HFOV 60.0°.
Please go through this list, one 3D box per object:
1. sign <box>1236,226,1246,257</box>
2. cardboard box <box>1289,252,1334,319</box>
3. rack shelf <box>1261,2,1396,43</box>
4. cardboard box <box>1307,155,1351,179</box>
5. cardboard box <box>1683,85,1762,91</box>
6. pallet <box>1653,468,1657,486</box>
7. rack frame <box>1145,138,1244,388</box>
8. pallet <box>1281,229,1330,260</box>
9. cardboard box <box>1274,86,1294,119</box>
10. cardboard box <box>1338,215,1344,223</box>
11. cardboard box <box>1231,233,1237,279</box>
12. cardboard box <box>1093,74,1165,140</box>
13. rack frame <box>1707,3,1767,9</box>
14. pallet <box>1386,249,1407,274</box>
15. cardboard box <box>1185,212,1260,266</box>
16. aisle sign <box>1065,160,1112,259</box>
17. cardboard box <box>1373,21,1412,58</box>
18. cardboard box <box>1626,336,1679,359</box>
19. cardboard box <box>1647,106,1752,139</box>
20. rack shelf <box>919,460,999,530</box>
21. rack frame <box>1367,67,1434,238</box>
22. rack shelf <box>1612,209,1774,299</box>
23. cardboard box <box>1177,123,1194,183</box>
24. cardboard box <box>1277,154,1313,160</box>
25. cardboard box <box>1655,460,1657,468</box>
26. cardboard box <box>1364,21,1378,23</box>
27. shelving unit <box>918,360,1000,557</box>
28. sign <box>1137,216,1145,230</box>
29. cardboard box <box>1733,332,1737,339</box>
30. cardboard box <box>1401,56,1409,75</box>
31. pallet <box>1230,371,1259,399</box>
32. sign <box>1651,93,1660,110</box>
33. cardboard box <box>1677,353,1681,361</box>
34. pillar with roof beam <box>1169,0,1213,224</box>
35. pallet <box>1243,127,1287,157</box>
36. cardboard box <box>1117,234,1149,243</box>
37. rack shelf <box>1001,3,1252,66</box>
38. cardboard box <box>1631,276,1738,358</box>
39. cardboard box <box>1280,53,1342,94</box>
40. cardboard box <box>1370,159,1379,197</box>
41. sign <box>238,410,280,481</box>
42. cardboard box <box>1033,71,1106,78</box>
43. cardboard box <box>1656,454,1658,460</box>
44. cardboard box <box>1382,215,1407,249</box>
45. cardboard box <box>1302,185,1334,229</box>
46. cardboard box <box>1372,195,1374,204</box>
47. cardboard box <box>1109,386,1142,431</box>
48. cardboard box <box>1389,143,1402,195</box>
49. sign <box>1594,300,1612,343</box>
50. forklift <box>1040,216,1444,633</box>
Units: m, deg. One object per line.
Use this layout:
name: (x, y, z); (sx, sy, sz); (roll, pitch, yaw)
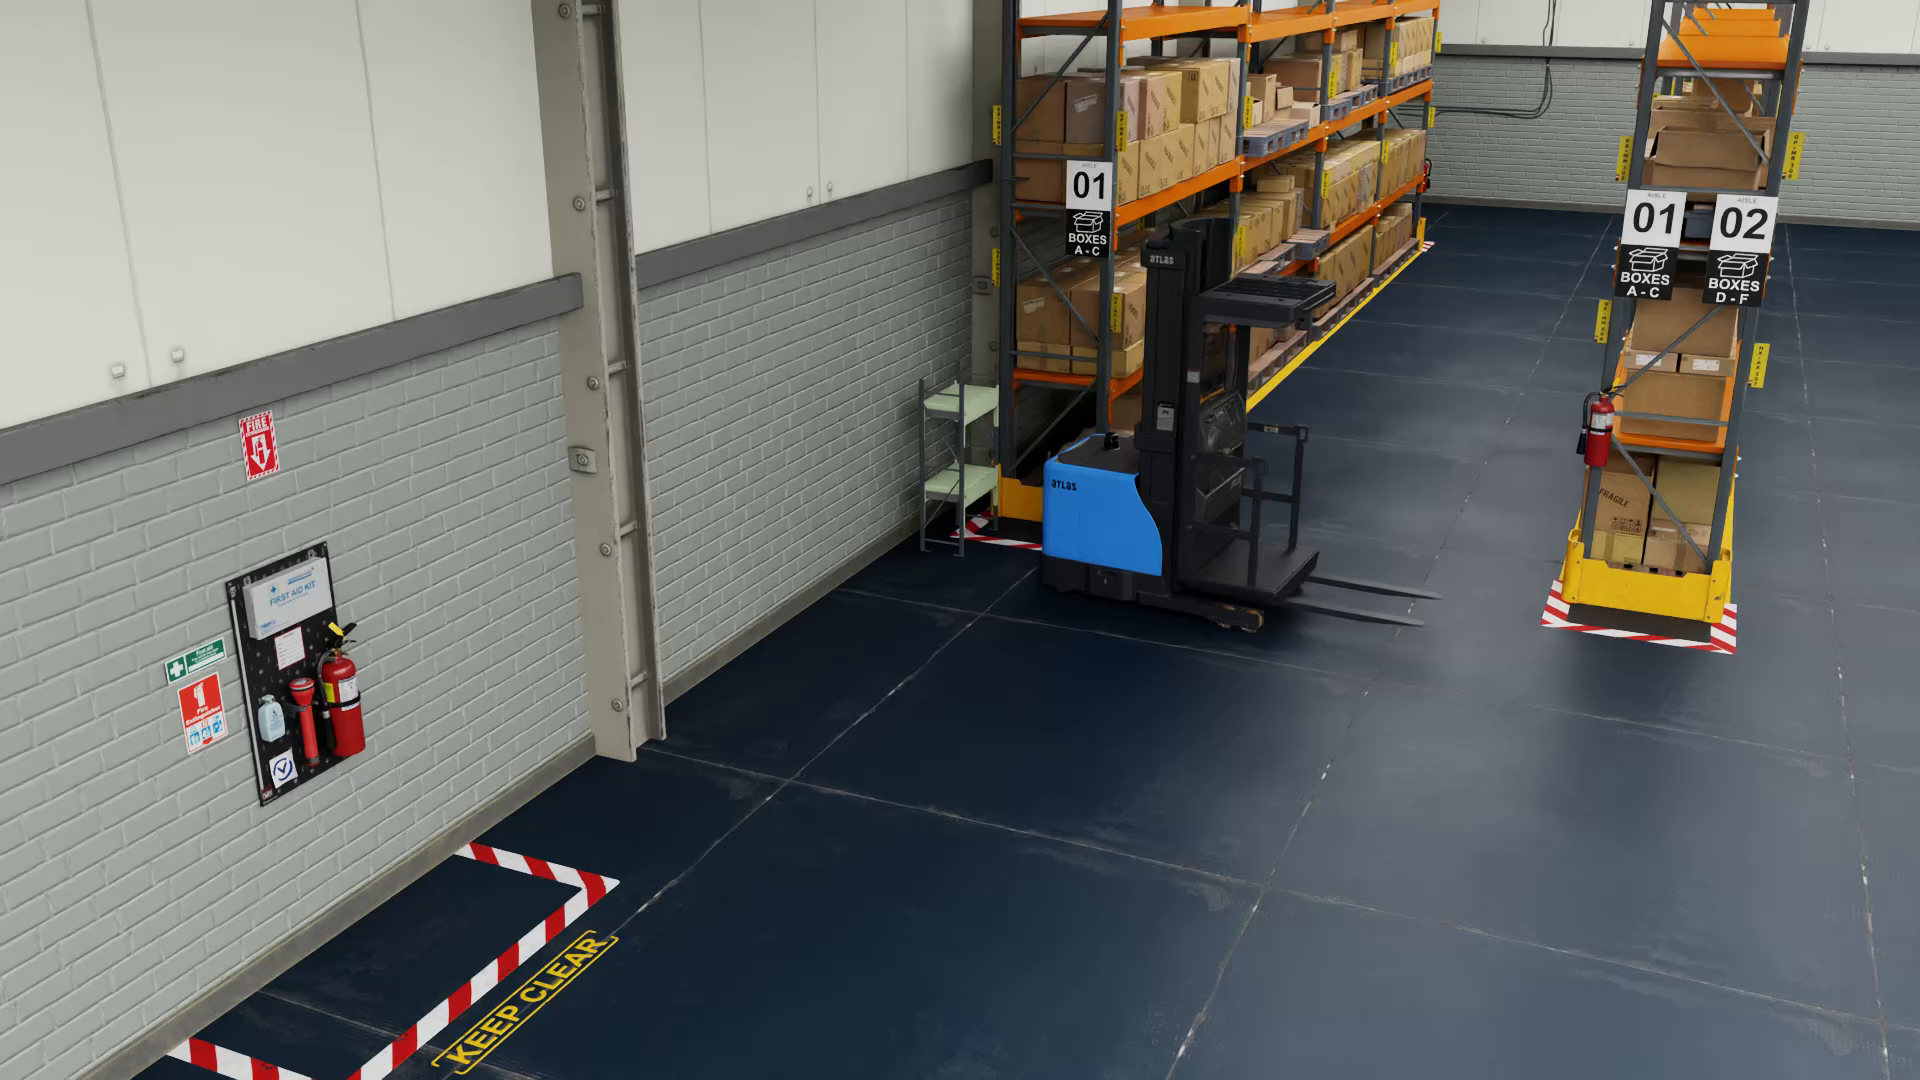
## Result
sign: (2.961, -3.149, 17.555); (0.100, 0.325, 0.005); (9, 21, 23)
cardboard box: (4.522, -3.428, 22.212); (0.750, 0.750, 0.750); (8, 21, 22)
rack shelf: (4.920, -6.946, 22.242); (1.077, 0.370, 4.000); (9, 21, 23)
cardboard box: (4.943, -5.007, 22.329); (0.500, 0.250, 0.500); (9, 21, 23)
cardboard box: (8.979, -5.112, 19.740); (0.910, 0.500, 0.500); (9, 21, 23)
pallet: (6.620, -0.583, 15.794); (1.003, 0.211, 1.213); (9, 21, 23)
rack frame: (2.463, -2.813, 17.902); (1.000, 3.000, 0.127); (9, 21, 23)
pallet: (3.907, -3.713, 20.719); (1.213, 0.211, 1.003); (9, 21, 23)
cardboard box: (3.486, -5.124, 19.739); (0.797, 0.503, 0.637); (12, 23, 30)
cardboard box: (5.066, -4.466, 22.896); (0.380, 0.149, 0.250); (9, 21, 23)
cardboard box: (2.552, -2.918, 17.273); (0.500, 0.500, 0.500); (8, 21, 23)
cardboard box: (1.456, -3.762, 14.423); (0.500, 0.500, 0.500); (8, 21, 22)
rack frame: (11.898, -8.629, 25.304); (1.000, 3.000, 0.127); (9, 21, 23)
pallet: (6.620, -4.541, 26.922); (1.003, 0.211, 1.213); (9, 21, 23)
cardboard box: (2.938, -3.388, 18.714); (0.700, 0.500, 0.500); (11, 22, 28)
aisle sign: (1.069, -2.752, 13.851); (0.394, 0.787, 0.004); (9, 21, 23)
cardboard box: (6.492, -7.537, 25.037); (0.500, 0.500, 0.500); (8, 21, 22)
cardboard box: (5.435, -1.488, 13.058); (0.380, 0.149, 0.250); (9, 22, 24)
cardboard box: (6.195, -3.374, 14.014); (0.797, 0.503, 0.637); (11, 22, 29)
rack shelf: (-0.003, -0.397, 14.321); (0.431, 0.370, 0.720); (9, 21, 23)
rack frame: (7.377, -6.481, 28.217); (1.000, 3.000, 0.127); (9, 21, 23)
rack shelf: (6.165, -2.598, 13.893); (1.077, 0.370, 4.000); (9, 21, 23)
cardboard box: (1.852, -3.613, 15.497); (0.500, 0.500, 0.500); (10, 22, 26)
cardboard box: (4.479, -5.074, 22.518); (0.500, 0.250, 0.500); (8, 21, 21)
cardboard box: (6.099, -0.632, 15.247); (0.500, 0.250, 0.500); (9, 21, 23)
cardboard box: (6.023, -7.603, 25.223); (0.500, 0.500, 0.500); (8, 21, 21)
shelving unit: (-0.003, -0.705, 14.212); (0.431, 1.500, 0.755); (9, 21, 23)
sign: (1.955, -3.434, 17.919); (0.100, 0.325, 0.005); (9, 21, 23)
cardboard box: (6.018, -1.589, 13.343); (0.380, 0.149, 0.250); (8, 21, 22)
cardboard box: (6.484, -7.175, 25.139); (0.500, 0.250, 0.500); (8, 21, 22)
pallet: (2.781, -1.737, 19.039); (1.003, 0.211, 1.213); (9, 21, 23)
sign: (6.485, -4.011, 15.553); (0.100, 0.325, 0.005); (9, 21, 23)
cardboard box: (5.760, -1.261, 13.389); (0.700, 0.500, 0.500); (9, 22, 24)
pillar with roof beam: (6.707, -5.993, 17.891); (9.100, 9.000, 0.400); (9, 21, 23)
pallet: (2.813, -4.312, 17.921); (1.213, 0.211, 1.003); (9, 21, 23)
cardboard box: (1.865, -2.833, 17.032); (0.500, 0.500, 0.500); (8, 21, 22)
rack shelf: (1.644, -4.688, 15.299); (1.077, 0.370, 4.000); (9, 21, 23)
cardboard box: (5.571, -1.727, 12.764); (0.700, 0.500, 0.500); (9, 21, 23)
cardboard box: (4.655, -6.196, 22.133); (0.700, 0.500, 0.500); (10, 22, 25)
cardboard box: (5.780, -5.280, 24.215); (0.500, 0.500, 0.500); (8, 21, 22)
sign: (-3.275, -0.442, 7.776); (0.001, 0.298, 0.199); (9, 21, 23)
cardboard box: (0.977, -3.867, 14.718); (0.500, 0.500, 0.500); (10, 22, 26)
cardboard box: (6.099, -0.986, 15.122); (0.500, 0.500, 0.500); (9, 21, 23)
cardboard box: (6.977, -5.121, 27.495); (0.700, 0.500, 0.500); (8, 21, 23)
cardboard box: (4.534, -4.346, 21.589); (0.500, 0.500, 0.500); (9, 22, 24)
cardboard box: (5.859, -5.008, 24.418); (0.380, 0.149, 0.250); (9, 21, 23)
cardboard box: (1.770, -1.211, 16.471); (0.700, 0.500, 0.500); (7, 21, 19)
cardboard box: (6.280, -5.786, 25.814); (0.980, 0.700, 0.700); (8, 21, 21)
sign: (4.857, -1.648, 12.544); (0.100, 0.325, 0.005); (9, 21, 23)
forklift: (2.182, -0.888, 12.591); (3.031, 2.935, 1.130); (10, 22, 27)
